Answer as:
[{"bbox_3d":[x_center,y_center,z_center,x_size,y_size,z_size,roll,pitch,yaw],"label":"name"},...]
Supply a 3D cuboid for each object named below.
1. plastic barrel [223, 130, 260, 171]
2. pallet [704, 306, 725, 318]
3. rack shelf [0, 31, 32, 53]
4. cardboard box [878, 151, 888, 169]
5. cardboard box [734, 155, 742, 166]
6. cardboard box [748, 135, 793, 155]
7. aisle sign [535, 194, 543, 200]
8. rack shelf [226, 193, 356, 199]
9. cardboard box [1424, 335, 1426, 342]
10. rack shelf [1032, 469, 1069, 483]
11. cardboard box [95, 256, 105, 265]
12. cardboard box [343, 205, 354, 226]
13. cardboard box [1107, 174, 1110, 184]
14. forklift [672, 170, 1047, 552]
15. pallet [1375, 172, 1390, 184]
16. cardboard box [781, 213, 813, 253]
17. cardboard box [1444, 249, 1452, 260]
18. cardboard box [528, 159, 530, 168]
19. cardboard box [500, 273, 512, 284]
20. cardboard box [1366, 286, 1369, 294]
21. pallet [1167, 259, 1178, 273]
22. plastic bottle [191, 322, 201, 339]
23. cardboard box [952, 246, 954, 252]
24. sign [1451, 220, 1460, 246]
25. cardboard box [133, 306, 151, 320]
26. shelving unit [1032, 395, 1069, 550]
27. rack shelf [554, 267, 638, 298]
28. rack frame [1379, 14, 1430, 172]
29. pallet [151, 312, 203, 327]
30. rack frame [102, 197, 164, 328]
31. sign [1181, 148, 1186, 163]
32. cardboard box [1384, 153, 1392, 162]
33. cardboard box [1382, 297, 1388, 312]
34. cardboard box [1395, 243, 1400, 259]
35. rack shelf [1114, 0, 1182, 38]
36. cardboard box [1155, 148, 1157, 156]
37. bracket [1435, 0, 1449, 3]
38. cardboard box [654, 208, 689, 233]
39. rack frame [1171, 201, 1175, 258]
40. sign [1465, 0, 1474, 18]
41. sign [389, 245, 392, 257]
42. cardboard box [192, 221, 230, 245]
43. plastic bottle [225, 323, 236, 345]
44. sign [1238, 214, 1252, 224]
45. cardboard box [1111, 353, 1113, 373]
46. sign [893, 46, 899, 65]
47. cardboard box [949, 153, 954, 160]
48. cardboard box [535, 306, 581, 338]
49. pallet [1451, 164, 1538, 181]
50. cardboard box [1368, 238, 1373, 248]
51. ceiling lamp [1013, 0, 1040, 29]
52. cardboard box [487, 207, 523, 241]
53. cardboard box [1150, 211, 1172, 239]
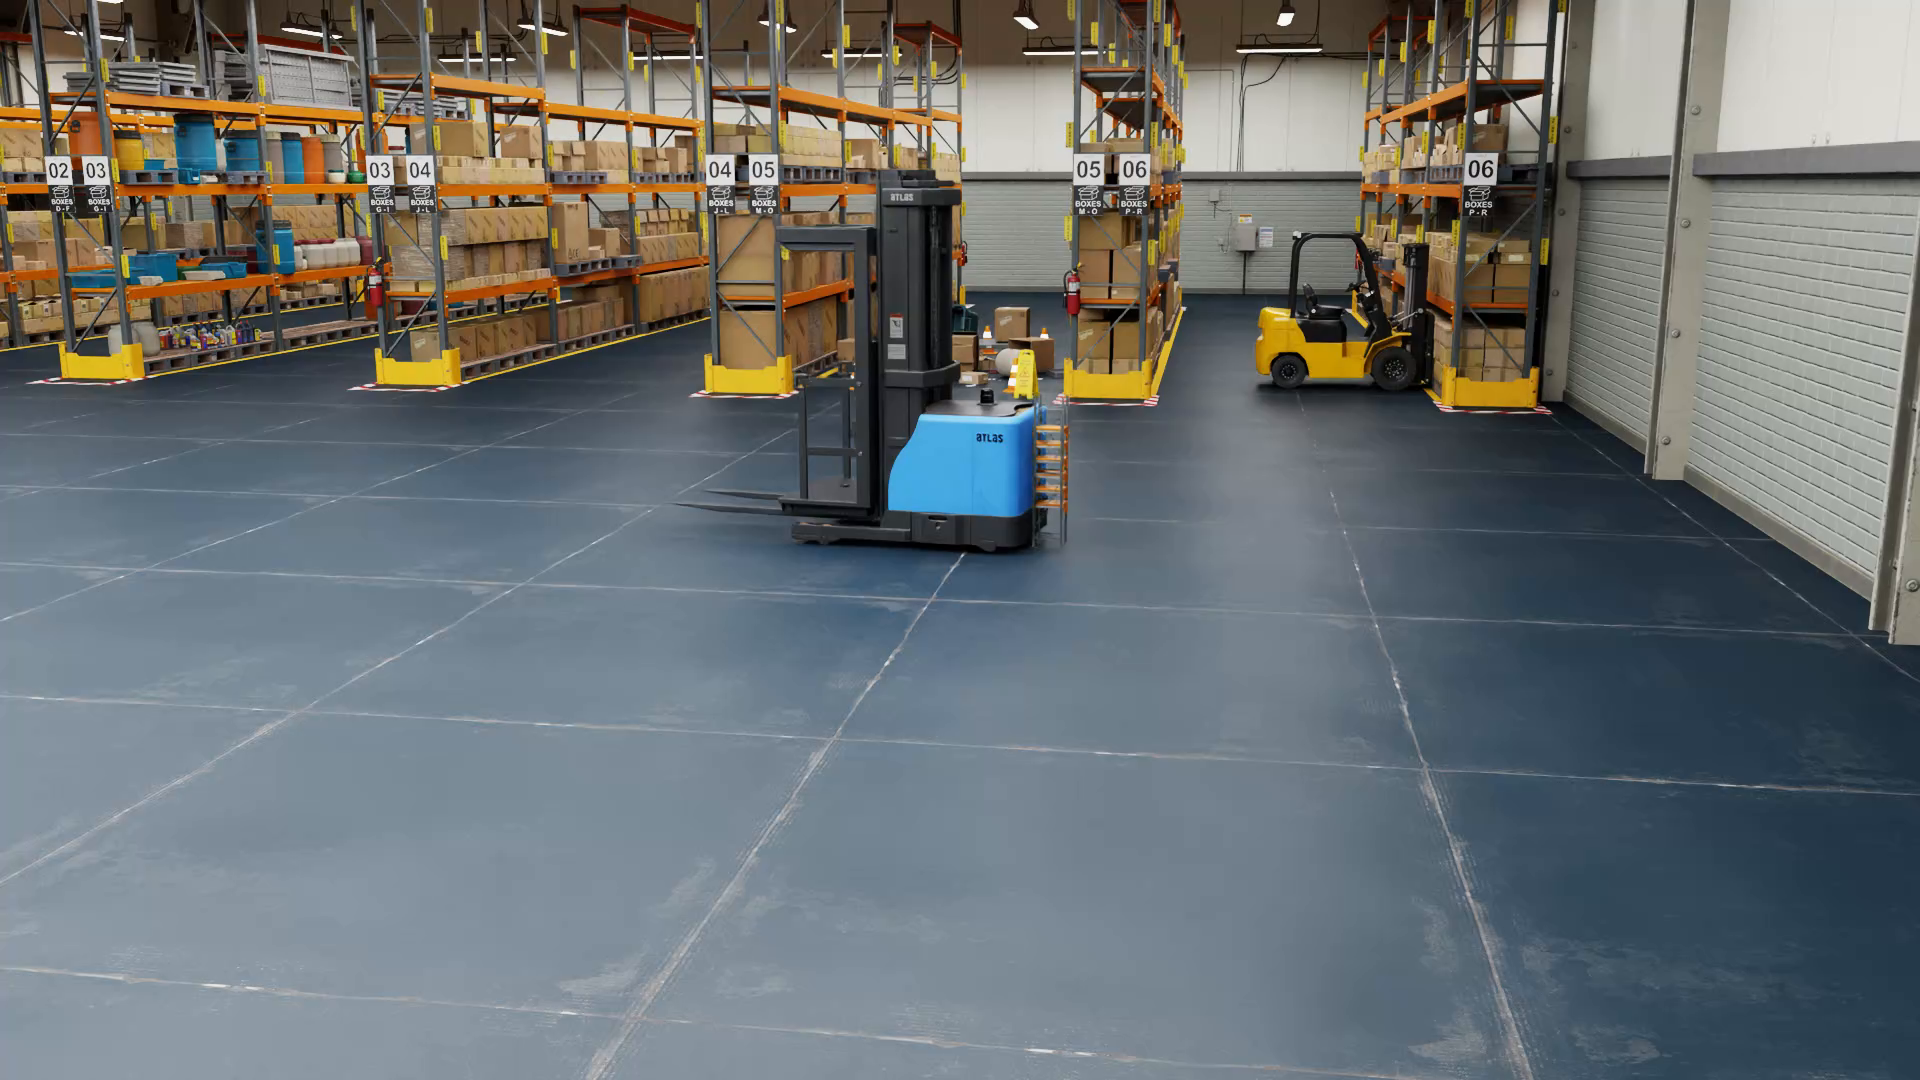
[{"bbox_3d":[-12.224,-6.529,28.359,0.600,0.901,0.708,2,12,9],"label":"plastic barrel"},{"bbox_3d":[-5.770,-5.002,36.203,1.003,0.211,1.213,2,12,9],"label":"pallet"},{"bbox_3d":[-20.955,-10.480,34.582,1.077,0.370,4.000,2,12,9],"label":"rack shelf"},{"bbox_3d":[-1.558,-6.645,29.063,0.500,0.311,0.500,2,12,9],"label":"cardboard box"},{"bbox_3d":[-3.208,-5.208,22.780,0.380,0.149,0.250,2,12,9],"label":"cardboard box"},{"bbox_3d":[-2.596,-5.414,22.793,0.500,0.250,0.500,2,12,9],"label":"cardboard box"},{"bbox_3d":[-9.942,-8.479,39.546,0.394,0.787,0.004,2,12,9],"label":"aisle sign"},{"bbox_3d":[-15.444,-8.062,38.371,1.077,0.370,4.000,2,12,9],"label":"rack shelf"},{"bbox_3d":[6.959,-2.869,24.028,0.500,0.250,0.500,2,12,8],"label":"cardboard box"},{"bbox_3d":[0.715,-0.493,13.142,0.258,0.103,0.180,3,13,15],"label":"rack shelf"},{"bbox_3d":[-16.507,-5.308,31.602,0.380,0.149,0.250,3,12,13],"label":"cardboard box"},{"bbox_3d":[-14.933,-7.800,39.956,0.500,0.500,0.500,2,12,8],"label":"cardboard box"},{"bbox_3d":[1.842,-4.924,22.699,0.380,0.149,0.250,2,12,10],"label":"cardboard box"},{"bbox_3d":[-0.854,-1.497,13.481,3.031,2.935,1.130,4,13,16],"label":"forklift"},{"bbox_3d":[8.407,-6.753,31.036,1.213,0.211,1.003,2,12,9],"label":"pallet"},{"bbox_3d":[-2.615,-4.437,24.041,0.875,0.550,0.550,2,12,9],"label":"cardboard box"},{"bbox_3d":[6.819,-3.892,22.656,0.380,0.149,0.250,1,12,7],"label":"cardboard box"},{"bbox_3d":[-7.090,-6.002,26.515,0.380,0.149,0.250,2,12,9],"label":"cardboard box"},{"bbox_3d":[-7.182,-4.055,25.787,0.380,0.149,0.250,2,12,9],"label":"cardboard box"},{"bbox_3d":[8.831,-5.027,34.637,0.700,0.500,0.500,1,12,7],"label":"cardboard box"},{"bbox_3d":[3.209,-4.810,29.149,1.213,0.211,1.003,2,12,9],"label":"pallet"},{"bbox_3d":[-12.651,-3.431,27.537,0.144,0.351,0.185,1,12,6],"label":"plastic bottle"},{"bbox_3d":[-0.349,-6.503,37.147,0.380,0.149,0.250,2,12,10],"label":"cardboard box"},{"bbox_3d":[6.354,-3.933,21.311,0.100,0.325,0.005,2,12,9],"label":"sign"},{"bbox_3d":[-16.207,-4.442,32.516,0.500,0.250,0.500,2,12,10],"label":"cardboard box"},{"bbox_3d":[0.715,-0.536,13.133,0.258,1.200,0.189,3,13,15],"label":"shelving unit"},{"bbox_3d":[-6.887,-4.609,29.467,1.077,0.370,4.000,2,12,9],"label":"rack shelf"},{"bbox_3d":[8.733,-8.661,32.322,1.000,3.000,0.127,2,12,9],"label":"rack frame"},{"bbox_3d":[-16.215,-4.490,33.825,1.003,0.211,1.213,2,12,9],"label":"pallet"},{"bbox_3d":[-16.367,-5.699,32.816,1.000,3.000,0.127,2,12,9],"label":"rack frame"},{"bbox_3d":[4.977,-8.561,37.064,0.100,0.325,0.005,2,12,9],"label":"sign"},{"bbox_3d":[8.075,-7.101,30.859,0.380,0.149,0.250,2,12,9],"label":"cardboard box"},{"bbox_3d":[8.198,-4.296,31.242,0.500,0.500,0.500,1,12,7],"label":"cardboard box"},{"bbox_3d":[7.784,-4.983,28.665,0.500,0.250,0.500,2,12,9],"label":"cardboard box"},{"bbox_3d":[3.521,-9.678,30.858,1.077,0.370,4.000,2,12,9],"label":"rack shelf"},{"bbox_3d":[2.621,-5.557,23.744,0.380,0.149,0.250,2,12,9],"label":"cardboard box"},{"bbox_3d":[9.317,-10.461,32.132,0.235,0.232,0.430,2,12,9],"label":"bracket"},{"bbox_3d":[-6.054,-6.616,34.452,0.797,0.503,0.637,2,12,7],"label":"cardboard box"},{"bbox_3d":[3.828,-5.888,33.696,1.000,3.000,0.127,2,12,9],"label":"rack frame"},{"bbox_3d":[6.354,-6.679,20.719,0.100,0.325,0.005,2,12,9],"label":"sign"},{"bbox_3d":[-10.928,-5.601,31.974,0.100,0.325,0.005,2,12,9],"label":"sign"},{"bbox_3d":[-16.089,-6.549,35.527,0.700,0.500,0.500,4,13,18],"label":"cardboard box"},{"bbox_3d":[-11.982,-3.374,27.274,0.144,0.351,0.185,2,12,8],"label":"plastic bottle"},{"bbox_3d":[7.318,-8.246,42.675,0.339,0.242,0.001,2,12,9],"label":"sign"},{"bbox_3d":[1.929,-2.536,23.671,0.500,0.250,0.500,2,12,9],"label":"cardboard box"},{"bbox_3d":[-1.145,-8.645,29.652,0.100,0.325,0.005,2,12,9],"label":"sign"},{"bbox_3d":[-0.331,-8.454,36.704,0.380,0.149,0.250,2,12,10],"label":"cardboard box"},{"bbox_3d":[-6.987,-3.763,28.724,0.700,0.500,0.500,2,12,8],"label":"cardboard box"},{"bbox_3d":[7.022,-4.800,21.735,1.003,0.211,1.213,2,12,9],"label":"pallet"},{"bbox_3d":[8.723,-6.122,34.433,0.500,0.250,0.500,2,12,8],"label":"cardboard box"},{"bbox_3d":[1.542,-11.572,31.972,0.800,3.185,2.000,2,12,9],"label":"ceiling lamp"},{"bbox_3d":[-7.145,-4.916,25.870,0.500,0.500,0.500,2,12,9],"label":"cardboard box"},{"bbox_3d":[3.692,-5.899,31.134,0.500,0.500,0.500,2,12,10],"label":"cardboard box"}]
